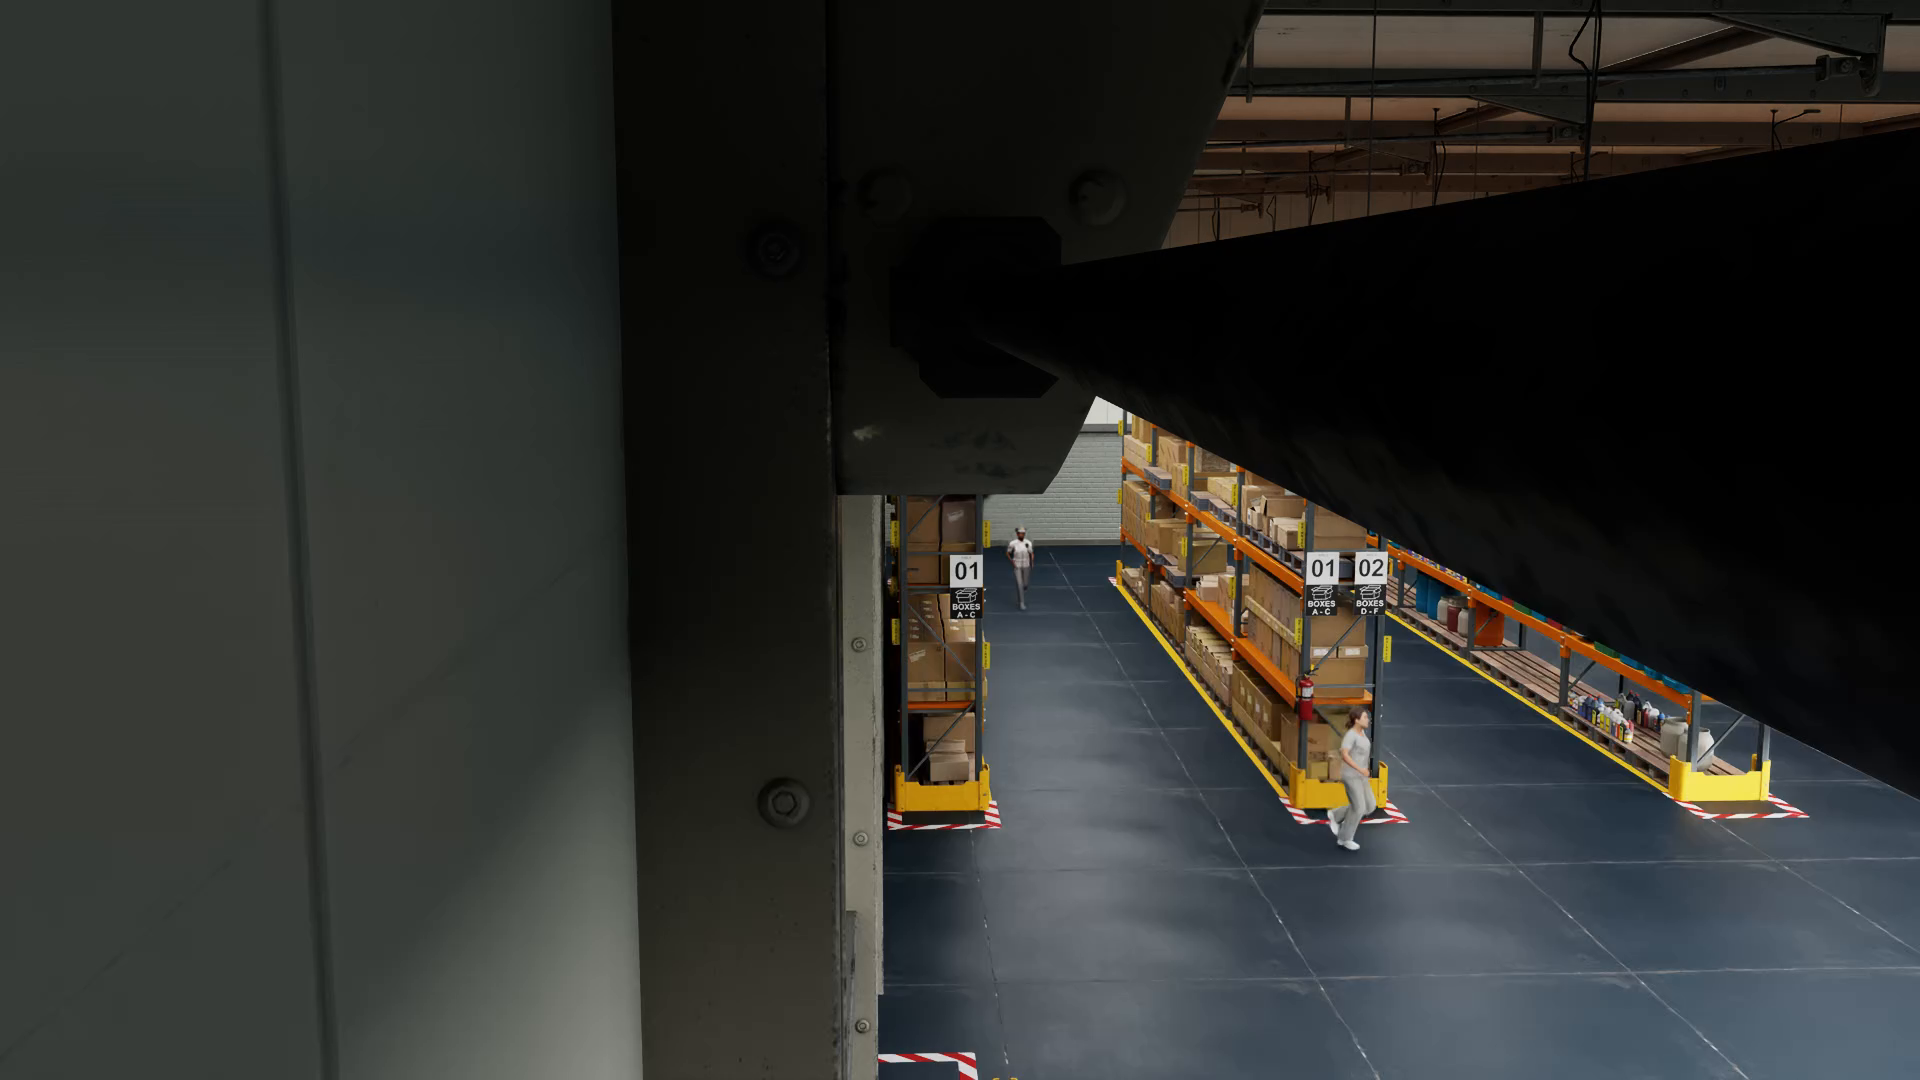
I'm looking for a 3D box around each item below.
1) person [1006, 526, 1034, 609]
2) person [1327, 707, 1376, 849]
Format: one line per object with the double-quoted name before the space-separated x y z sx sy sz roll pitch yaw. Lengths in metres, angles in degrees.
"person" 1.228 0.542 33.845 0.576 1.670 0.653 -1 9 -10
"person" 4.553 2.737 19.240 0.550 1.579 0.656 6 10 34
